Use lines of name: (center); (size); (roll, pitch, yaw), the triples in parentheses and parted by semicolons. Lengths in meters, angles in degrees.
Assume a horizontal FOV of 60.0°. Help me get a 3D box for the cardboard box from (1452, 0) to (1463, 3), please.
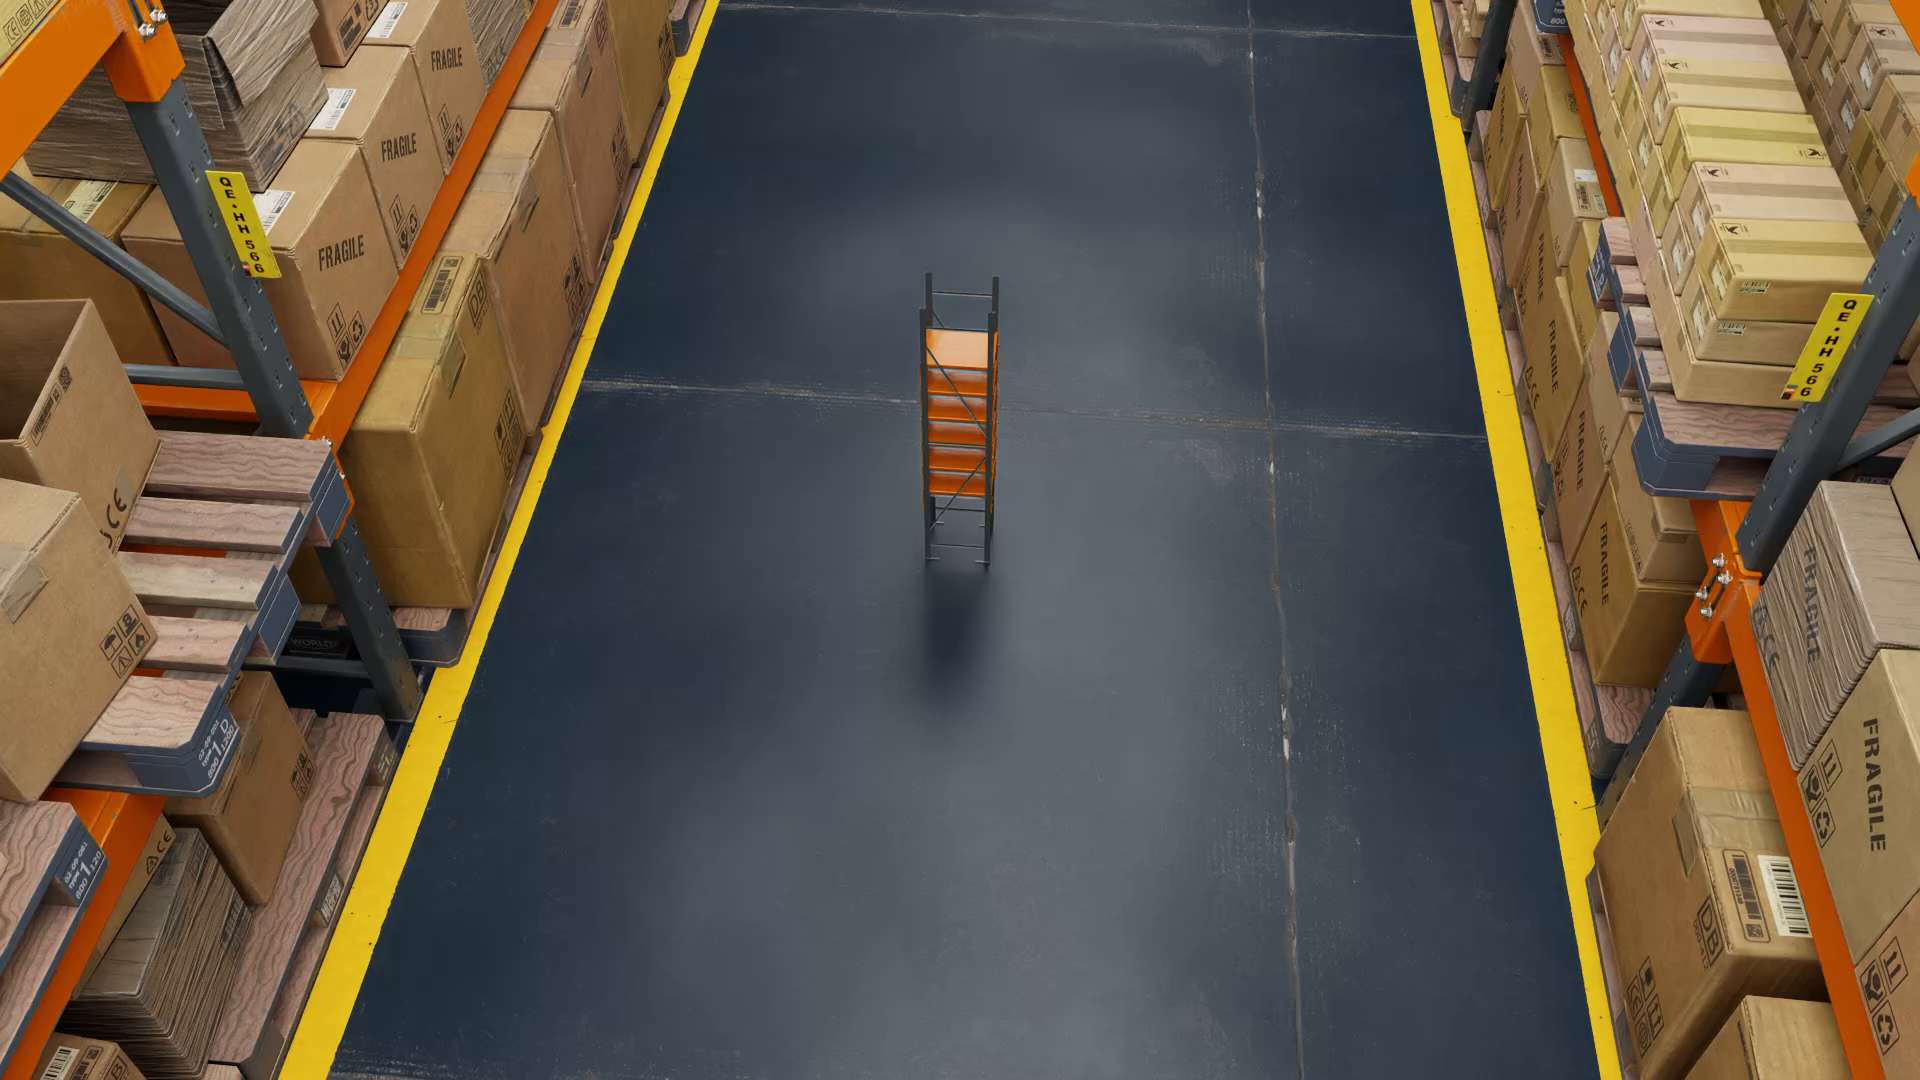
cardboard box: (2.700, -2.867, 8.487); (0.380, 0.149, 0.250); (2, 48, 2)

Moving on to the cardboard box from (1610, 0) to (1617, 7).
cardboard box: (2.305, -1.843, 5.386); (0.380, 0.149, 0.250); (5, 48, 5)

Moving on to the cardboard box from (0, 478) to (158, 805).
cardboard box: (-2.318, 0.180, 3.701); (0.700, 0.500, 0.500); (10, 48, 9)

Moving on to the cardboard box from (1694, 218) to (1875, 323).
cardboard box: (2.161, -0.702, 4.342); (0.380, 0.149, 0.250); (2, 48, 2)

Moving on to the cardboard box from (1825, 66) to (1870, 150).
cardboard box: (2.907, -1.317, 5.106); (0.380, 0.149, 0.250); (4, 48, 4)

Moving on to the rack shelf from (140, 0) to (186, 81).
rack shelf: (-2.175, -2.701, 5.142); (1.077, 0.370, 4.000); (4, 48, 4)

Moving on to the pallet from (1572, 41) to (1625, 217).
pallet: (2.712, -1.446, 5.670); (1.003, 0.211, 1.213); (4, 48, 4)

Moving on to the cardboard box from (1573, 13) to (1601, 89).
cardboard box: (2.303, -1.646, 5.609); (0.380, 0.149, 0.250); (2, 48, 2)

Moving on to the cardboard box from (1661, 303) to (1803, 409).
cardboard box: (2.160, -0.504, 4.564); (0.380, 0.149, 0.250); (5, 48, 4)

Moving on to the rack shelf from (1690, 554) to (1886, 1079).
rack shelf: (2.390, 1.659, 3.187); (1.077, 0.370, 4.000); (4, 48, 4)

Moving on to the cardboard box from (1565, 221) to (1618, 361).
cardboard box: (2.471, -0.869, 5.913); (0.500, 0.250, 0.500); (5, 48, 4)

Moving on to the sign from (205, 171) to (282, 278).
sign: (-1.816, -0.796, 4.214); (0.100, 0.325, 0.005); (4, 48, 4)

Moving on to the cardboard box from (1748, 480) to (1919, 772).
cardboard box: (2.263, 0.224, 3.944); (0.500, 0.500, 0.500); (4, 48, 4)

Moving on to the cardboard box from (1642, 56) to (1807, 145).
cardboard box: (2.230, -1.276, 4.866); (0.380, 0.149, 0.250); (5, 48, 5)

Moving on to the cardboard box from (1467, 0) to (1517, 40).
cardboard box: (2.649, -2.526, 7.973); (0.380, 0.149, 0.250); (5, 48, 4)

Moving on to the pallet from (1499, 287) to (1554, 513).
pallet: (2.759, -0.581, 6.638); (1.003, 0.211, 1.213); (4, 48, 4)

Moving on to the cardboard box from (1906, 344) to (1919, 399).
cardboard box: (2.814, -0.426, 4.492); (0.380, 0.149, 0.250); (3, 48, 3)

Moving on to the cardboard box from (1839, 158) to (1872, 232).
cardboard box: (2.886, -1.020, 5.035); (0.380, 0.149, 0.250); (6, 48, 5)

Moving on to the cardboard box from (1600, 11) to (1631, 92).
cardboard box: (2.280, -1.553, 5.321); (0.380, 0.149, 0.250); (5, 48, 5)

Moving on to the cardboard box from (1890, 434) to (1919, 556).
cardboard box: (2.522, -0.095, 3.559); (0.700, 0.500, 0.500); (4, 48, 3)

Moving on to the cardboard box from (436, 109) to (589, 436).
cardboard box: (-2.185, -1.046, 6.329); (1.225, 0.875, 0.875); (4, 48, 4)

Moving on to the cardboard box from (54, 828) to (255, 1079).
cardboard box: (-2.437, 1.136, 4.574); (0.700, 0.500, 0.500); (0, 48, 0)

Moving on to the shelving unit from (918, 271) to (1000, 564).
shelving unit: (-0.001, -0.394, 5.798); (0.258, 1.200, 0.189); (4, 48, 4)

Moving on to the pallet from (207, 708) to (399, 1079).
pallet: (-2.430, 1.054, 5.143); (1.003, 0.211, 1.213); (4, 48, 4)

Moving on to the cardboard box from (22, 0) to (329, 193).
cardboard box: (-2.275, -1.370, 4.723); (0.797, 0.503, 0.637); (5, 48, 5)

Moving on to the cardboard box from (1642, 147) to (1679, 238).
cardboard box: (2.208, -0.994, 4.811); (0.380, 0.149, 0.250); (5, 48, 4)

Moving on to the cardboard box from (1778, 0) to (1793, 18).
cardboard box: (2.981, -1.876, 5.617); (0.380, 0.149, 0.250); (4, 48, 4)

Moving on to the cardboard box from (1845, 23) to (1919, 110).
cardboard box: (2.904, -1.409, 4.988); (0.380, 0.149, 0.250); (6, 48, 5)

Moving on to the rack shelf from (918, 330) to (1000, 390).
rack shelf: (-0.001, -0.607, 5.565); (0.258, 0.103, 0.180); (4, 48, 4)

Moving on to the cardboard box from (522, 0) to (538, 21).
cardboard box: (-1.856, -2.325, 6.276); (0.500, 0.500, 0.500); (3, 48, 3)

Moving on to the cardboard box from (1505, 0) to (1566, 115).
cardboard box: (2.607, -2.019, 6.965); (0.500, 0.250, 0.500); (2, 48, 2)

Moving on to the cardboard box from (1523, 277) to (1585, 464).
cardboard box: (2.455, -0.624, 6.197); (0.500, 0.500, 0.500); (2, 48, 2)

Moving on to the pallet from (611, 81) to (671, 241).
pallet: (-1.988, -1.887, 7.833); (1.003, 0.211, 1.213); (4, 48, 4)

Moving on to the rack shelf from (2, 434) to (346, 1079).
rack shelf: (-2.540, 1.251, 3.560); (1.077, 0.370, 4.000); (4, 48, 4)

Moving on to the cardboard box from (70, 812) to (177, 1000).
cardboard box: (-2.427, 0.866, 4.313); (0.500, 0.250, 0.500); (9, 48, 8)

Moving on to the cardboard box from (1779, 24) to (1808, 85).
cardboard box: (2.958, -1.591, 5.558); (0.380, 0.149, 0.250); (2, 48, 2)

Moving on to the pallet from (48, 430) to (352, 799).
pallet: (-2.316, 0.134, 4.224); (1.213, 0.211, 1.003); (4, 48, 4)

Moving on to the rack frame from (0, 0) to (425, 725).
rack frame: (-2.358, -0.461, 4.639); (1.000, 3.000, 0.127); (4, 48, 4)

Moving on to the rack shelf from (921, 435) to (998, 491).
rack shelf: (-0.001, -0.283, 5.919); (0.258, 0.103, 0.180); (4, 48, 4)

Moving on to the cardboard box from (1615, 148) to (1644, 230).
cardboard box: (2.234, -1.058, 5.071); (0.380, 0.149, 0.250); (3, 48, 3)

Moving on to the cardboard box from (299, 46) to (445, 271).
cardboard box: (-1.998, -1.213, 5.259); (0.500, 0.500, 0.500); (3, 48, 2)

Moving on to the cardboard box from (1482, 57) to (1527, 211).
cardboard box: (2.606, -1.766, 7.242); (0.500, 0.500, 0.500); (6, 48, 5)
